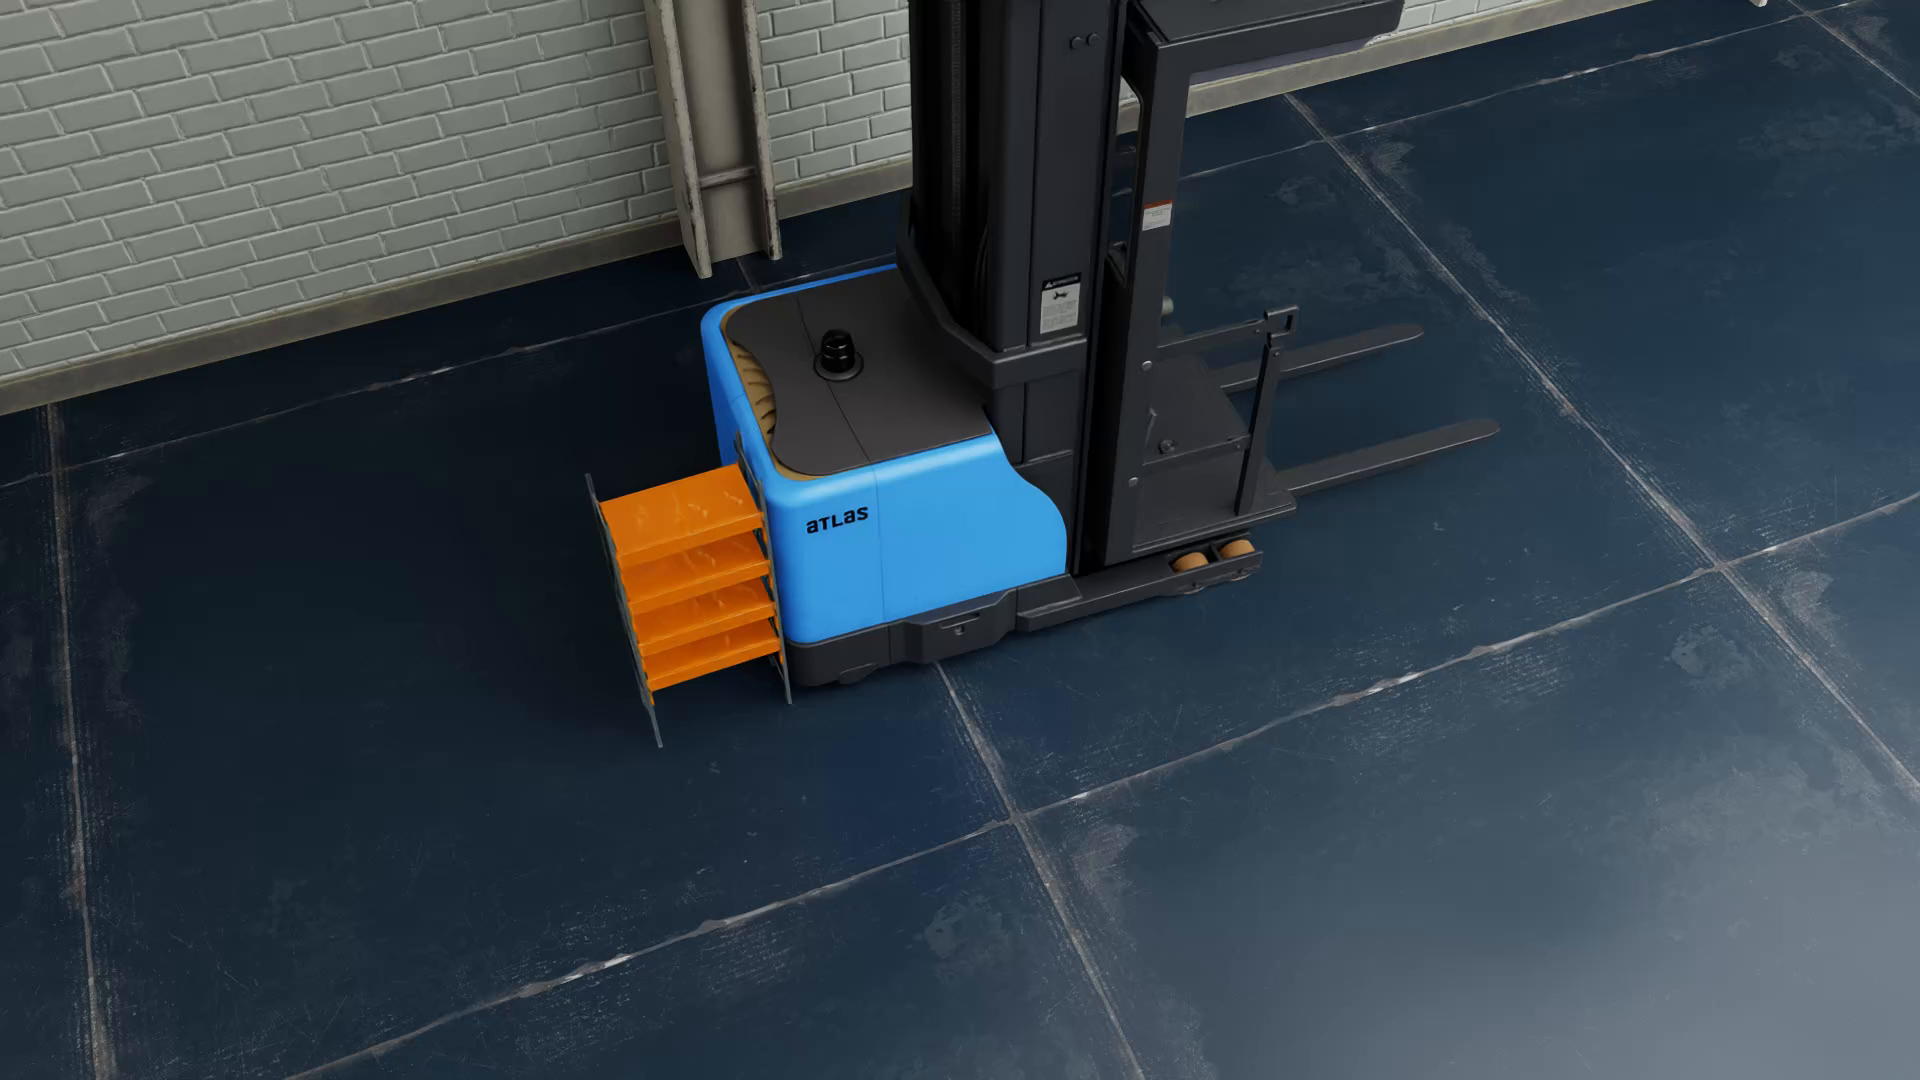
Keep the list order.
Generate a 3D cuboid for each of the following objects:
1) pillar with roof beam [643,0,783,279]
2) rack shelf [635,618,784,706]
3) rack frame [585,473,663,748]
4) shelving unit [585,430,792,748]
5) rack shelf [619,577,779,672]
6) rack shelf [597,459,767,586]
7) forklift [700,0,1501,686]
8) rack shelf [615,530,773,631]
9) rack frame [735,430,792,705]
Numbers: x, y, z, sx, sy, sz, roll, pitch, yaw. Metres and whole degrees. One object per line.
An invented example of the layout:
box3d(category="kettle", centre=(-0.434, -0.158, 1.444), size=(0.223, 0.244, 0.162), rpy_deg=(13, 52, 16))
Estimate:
box3d(category="pillar with roof beam", centre=(0.564, -1.268, 1.748), size=(0.400, 9.000, 9.100), rpy_deg=(-17, 52, -14))
box3d(category="rack shelf", centre=(-0.892, 0.370, 5.832), size=(0.480, 0.148, 0.258), rpy_deg=(-17, 52, -14))
box3d(category="rack frame", centre=(-1.117, 0.268, 5.570), size=(0.015, 1.200, 0.240), rpy_deg=(-17, 52, -14))
box3d(category="shelving unit", centre=(-0.892, 0.197, 5.631), size=(0.503, 1.200, 0.258), rpy_deg=(-17, 52, -14))
box3d(category="rack shelf", centre=(-0.892, 0.241, 5.682), size=(0.480, 0.148, 0.258), rpy_deg=(-17, 52, -14))
box3d(category="rack shelf", centre=(-0.892, -0.059, 5.333), size=(0.480, 0.148, 0.258), rpy_deg=(-17, 52, -14))
box3d(category="forklift", centre=(0.640, -1.112, 5.614), size=(3.031, 2.935, 1.130), rpy_deg=(-15, 51, -13))
box3d(category="rack shelf", centre=(-0.892, 0.095, 5.512), size=(0.480, 0.148, 0.258), rpy_deg=(-17, 52, -14))
box3d(category="rack frame", centre=(-0.666, 0.126, 5.692), size=(0.015, 1.200, 0.240), rpy_deg=(-17, 52, -14))
